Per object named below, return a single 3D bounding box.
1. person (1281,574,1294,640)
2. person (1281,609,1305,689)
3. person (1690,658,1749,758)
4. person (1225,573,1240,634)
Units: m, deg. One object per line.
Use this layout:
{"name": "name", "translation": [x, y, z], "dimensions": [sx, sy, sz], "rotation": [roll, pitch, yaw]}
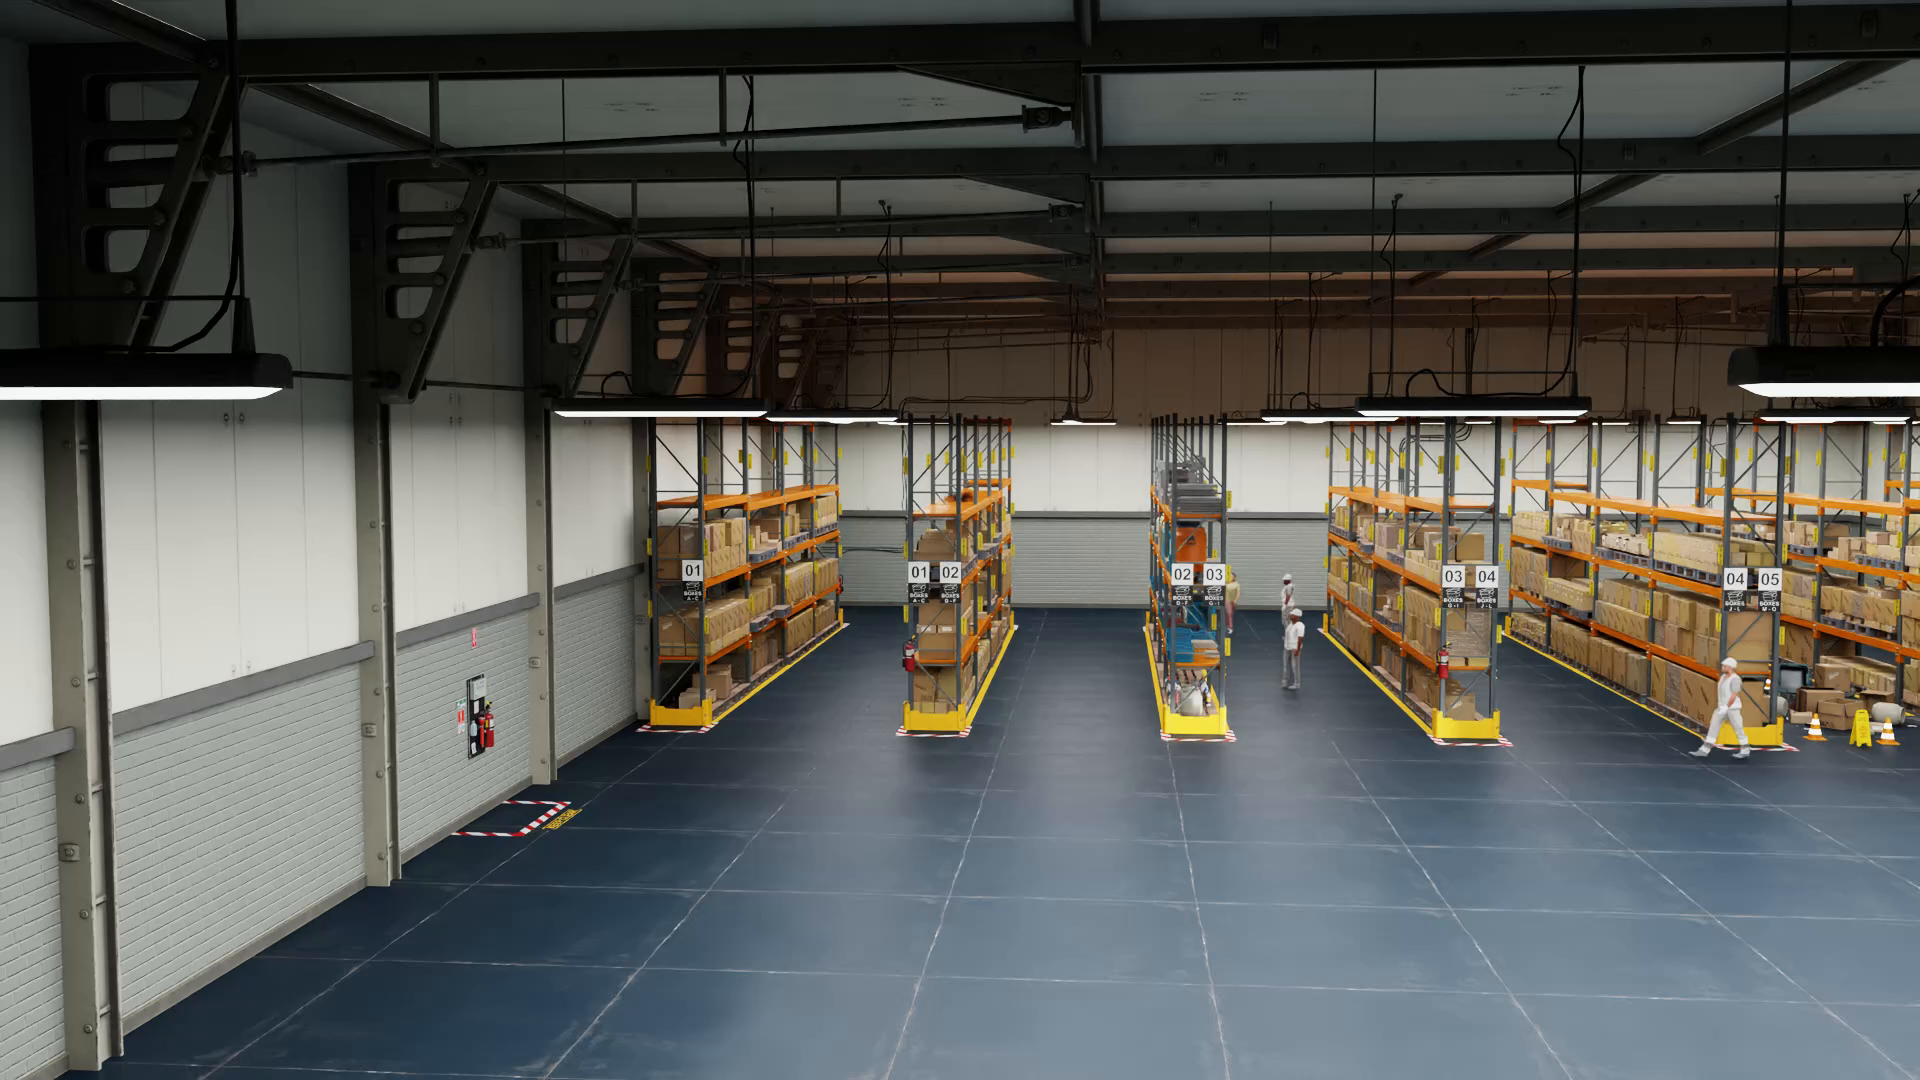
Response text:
{"name": "person", "translation": [8.800, 1.805, 44.740], "dimensions": [0.370, 1.779, 0.587], "rotation": [1, 4, 9]}
{"name": "person", "translation": [7.321, 2.390, 36.551], "dimensions": [0.483, 1.764, 0.607], "rotation": [-3, 5, -37]}
{"name": "person", "translation": [13.164, 2.896, 28.655], "dimensions": [0.984, 1.736, 0.532], "rotation": [-1, 4, -14]}
{"name": "person", "translation": [7.637, 1.749, 46.663], "dimensions": [0.425, 1.672, 0.813], "rotation": [-1, 4, -14]}
